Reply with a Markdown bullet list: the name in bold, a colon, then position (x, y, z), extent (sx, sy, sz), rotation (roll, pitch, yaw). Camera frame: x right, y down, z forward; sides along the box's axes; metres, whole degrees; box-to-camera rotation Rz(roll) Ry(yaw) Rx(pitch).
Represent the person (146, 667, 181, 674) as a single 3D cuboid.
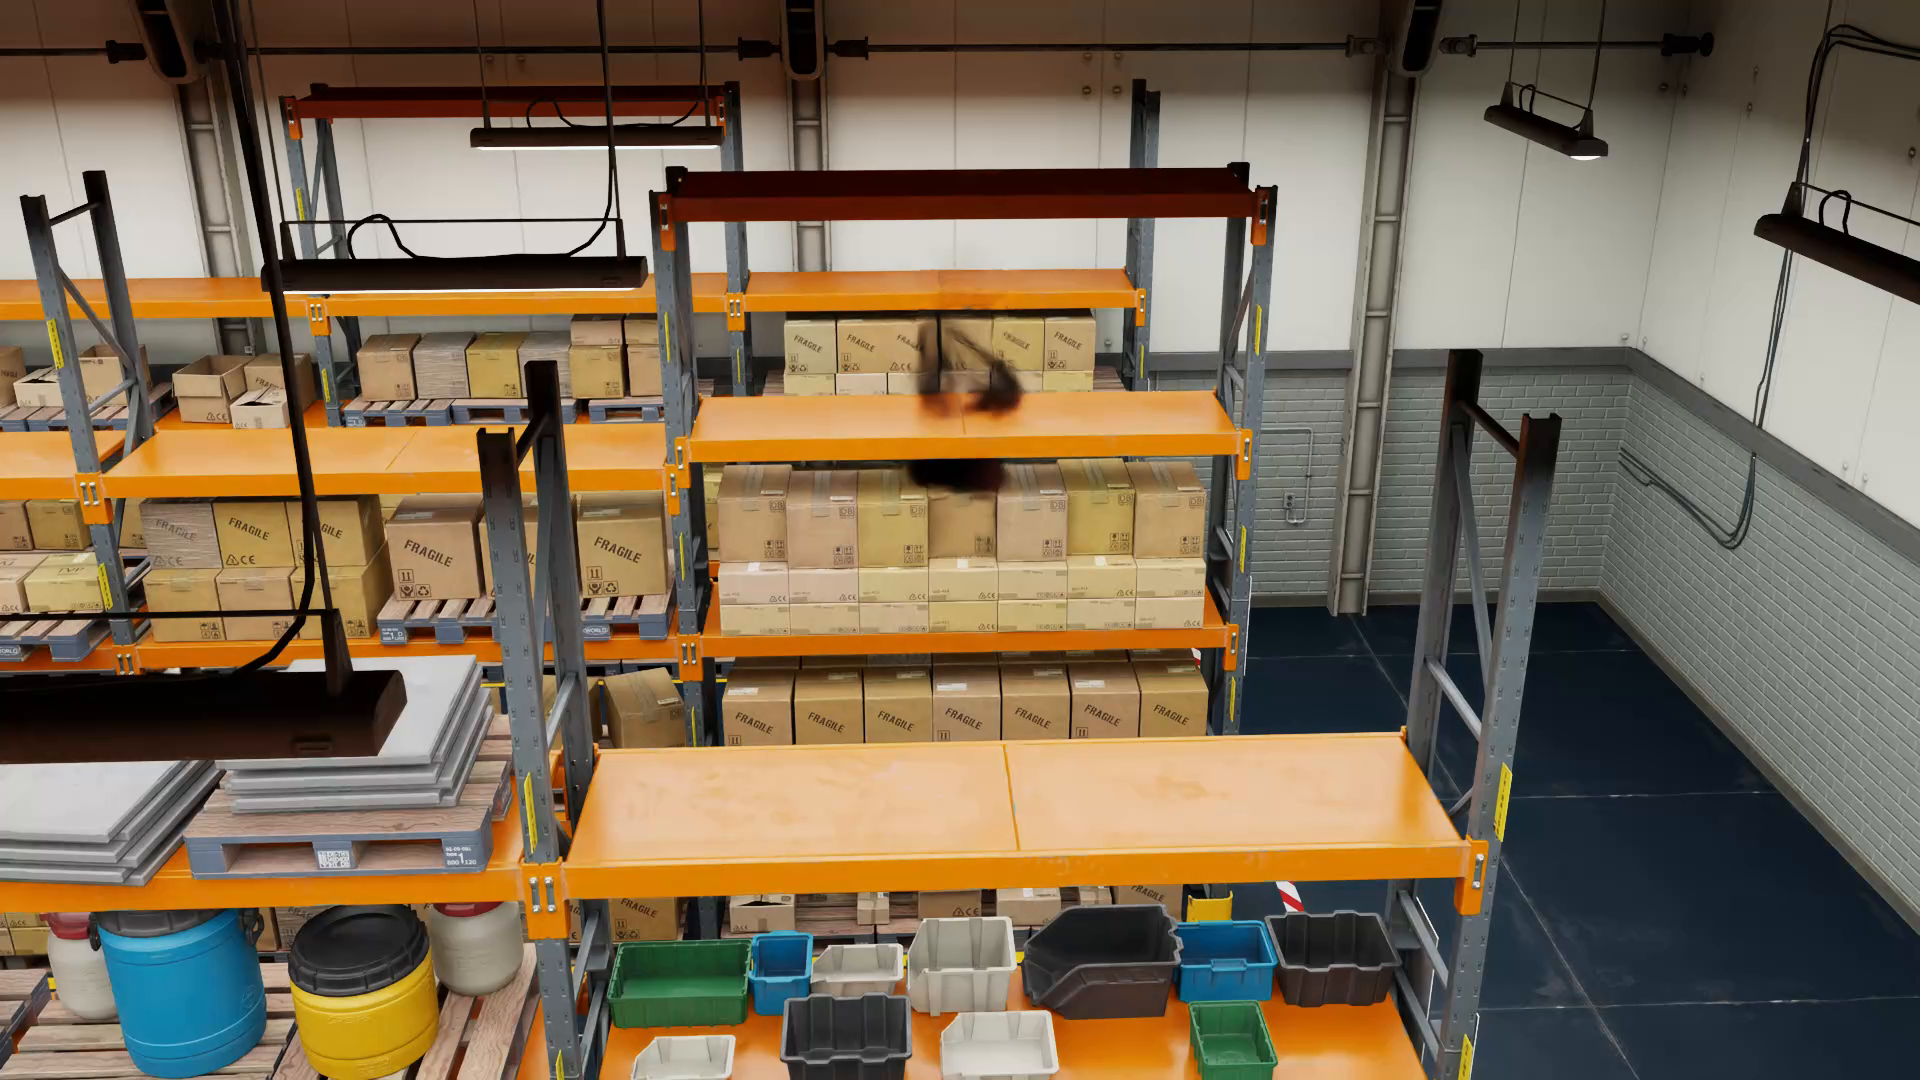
- **person**: position (-6.774, 1.736, 14.531), extent (0.901, 1.843, 0.673), rotation (-3, 22, -7)
